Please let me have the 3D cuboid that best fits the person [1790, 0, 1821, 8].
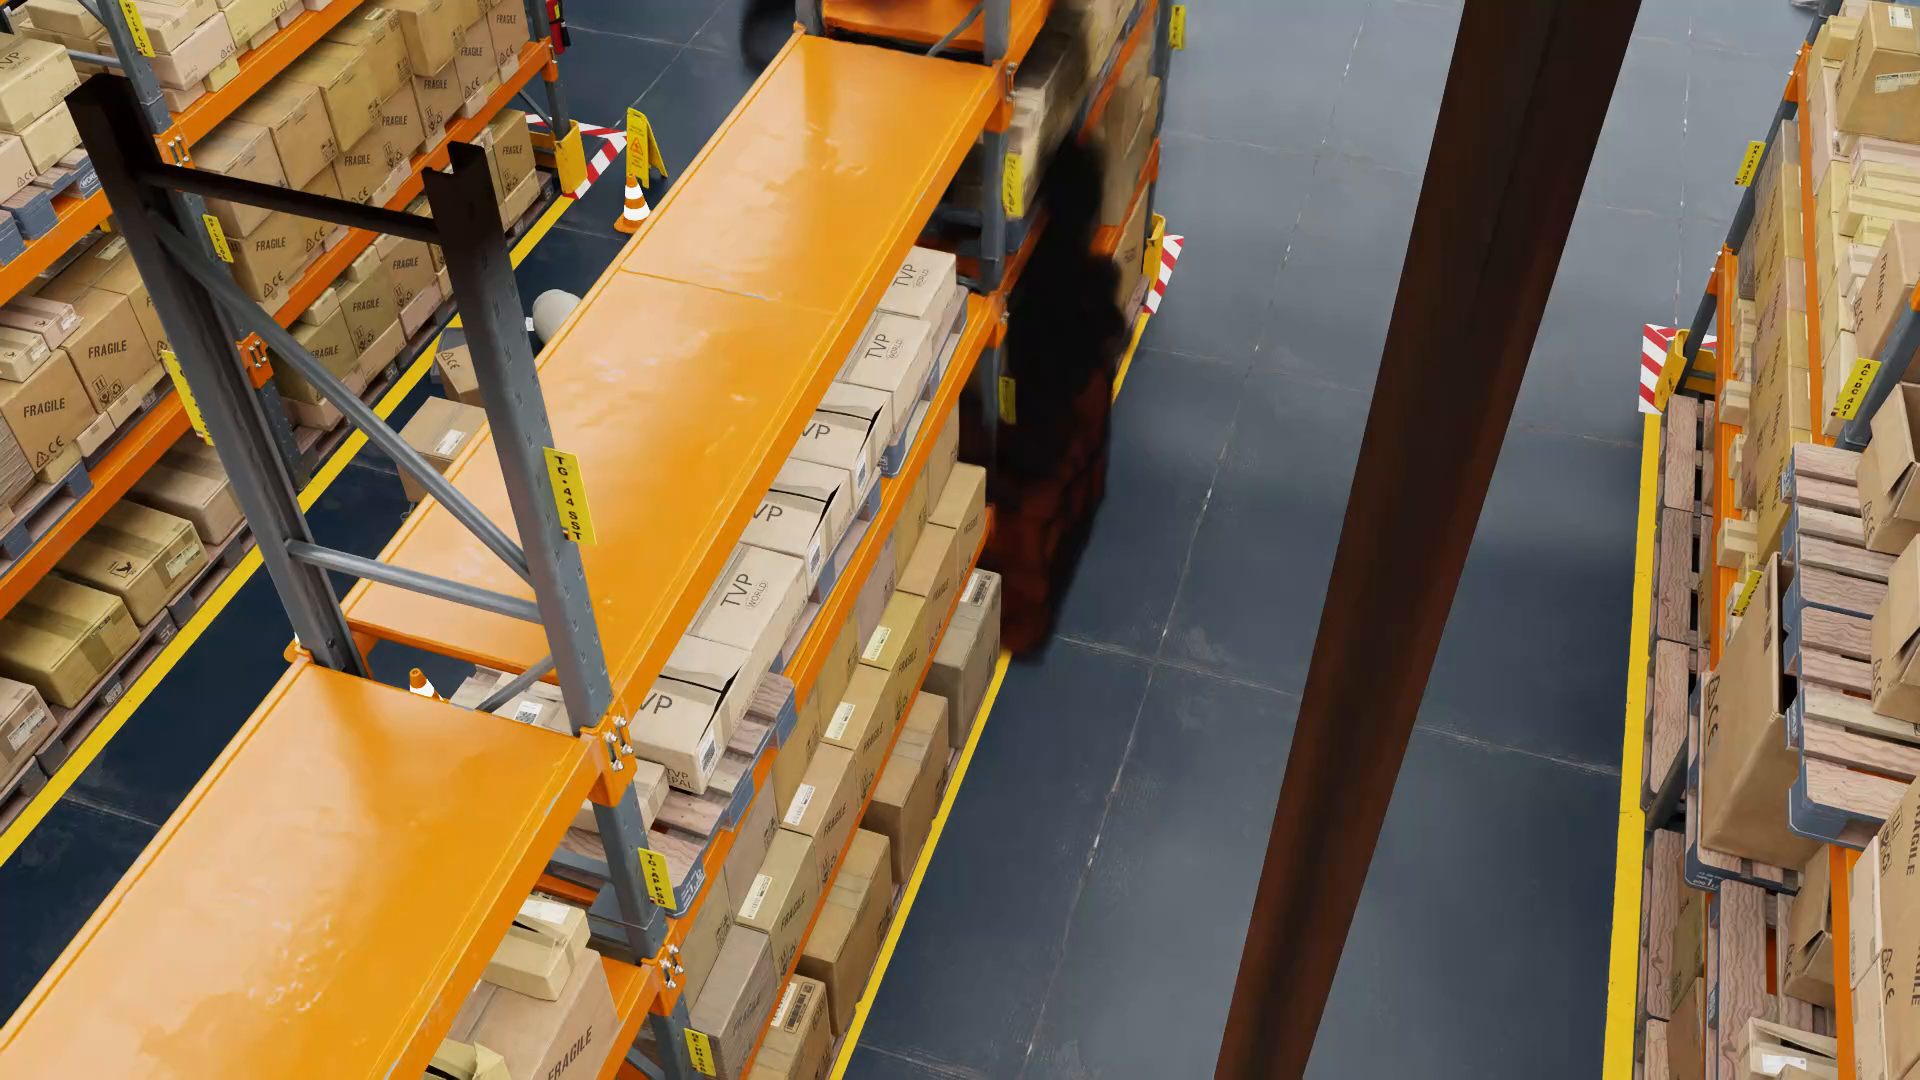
[{"bbox_3d":[8.450,-5.613,15.345,0.988,1.771,0.660,29,53,26],"label":"person"}]
